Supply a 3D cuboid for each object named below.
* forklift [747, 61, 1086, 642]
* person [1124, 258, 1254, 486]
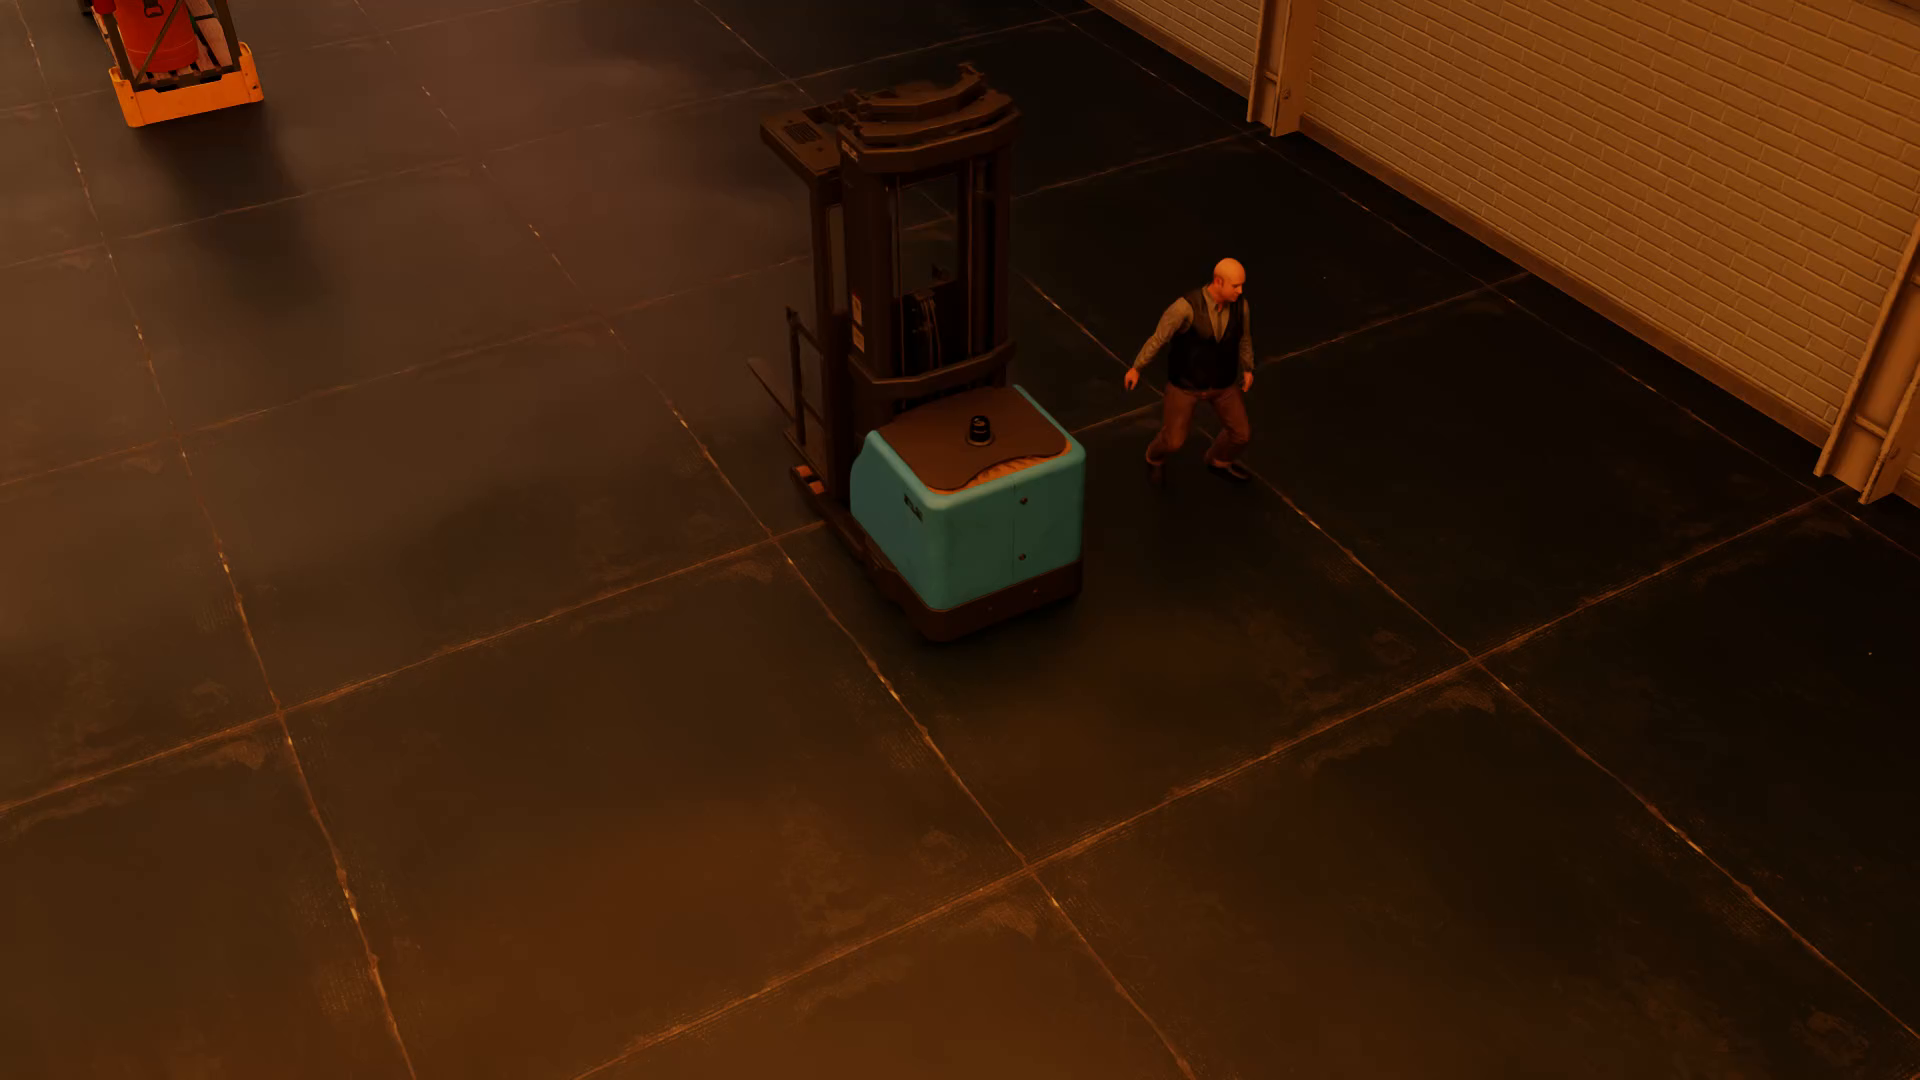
[{"bbox_3d":[-0.438,-1.468,9.806,1.130,2.935,3.031,-20,44,-22],"label":"forklift"},{"bbox_3d":[1.441,-1.019,10.298,0.853,1.678,0.485,-8,40,-10],"label":"person"}]
